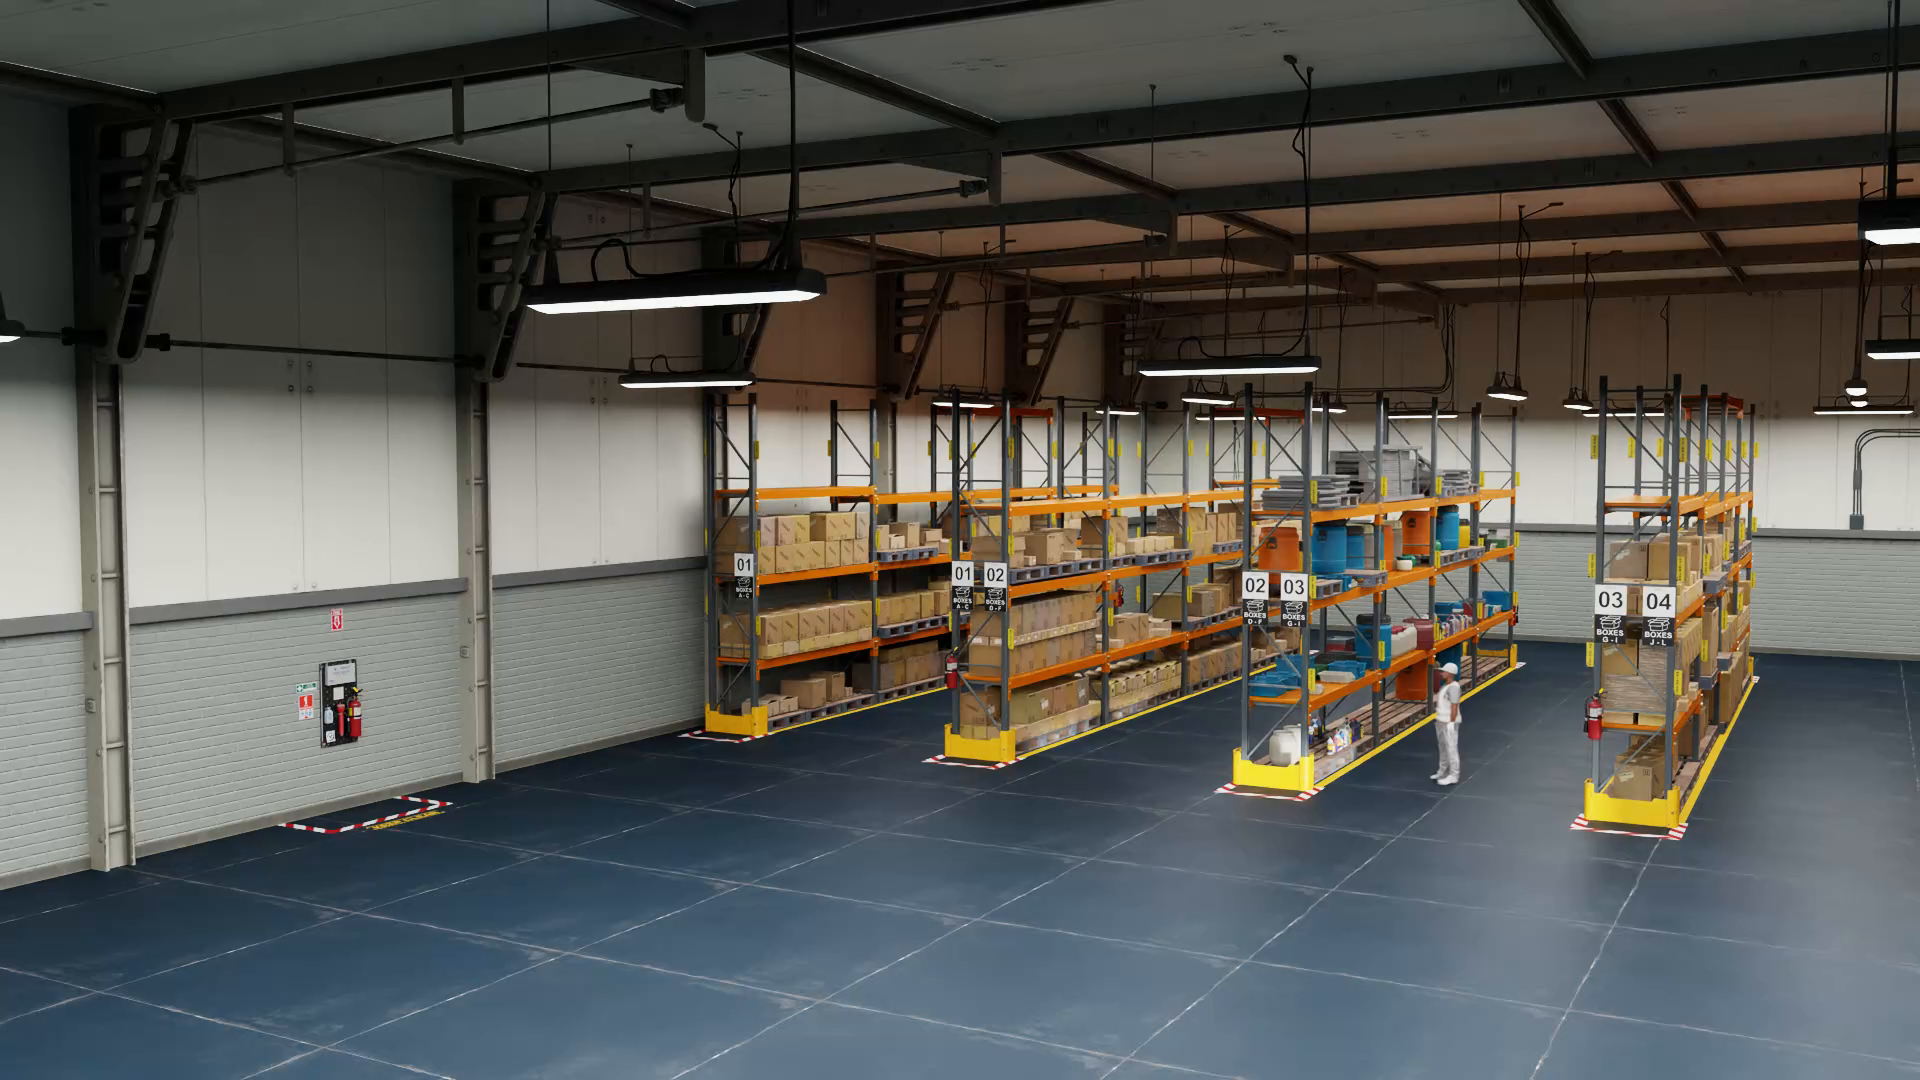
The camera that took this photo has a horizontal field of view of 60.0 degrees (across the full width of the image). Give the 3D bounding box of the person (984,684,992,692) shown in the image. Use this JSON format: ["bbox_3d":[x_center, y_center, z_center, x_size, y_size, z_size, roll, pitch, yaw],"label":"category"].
[{"bbox_3d":[0.595,2.493,31.308,0.427,1.755,0.587,1,3,14],"label":"person"}]

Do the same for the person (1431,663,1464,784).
[{"bbox_3d":[7.335,2.742,25.036,0.408,1.790,0.569,-1,3,-18],"label":"person"}]
